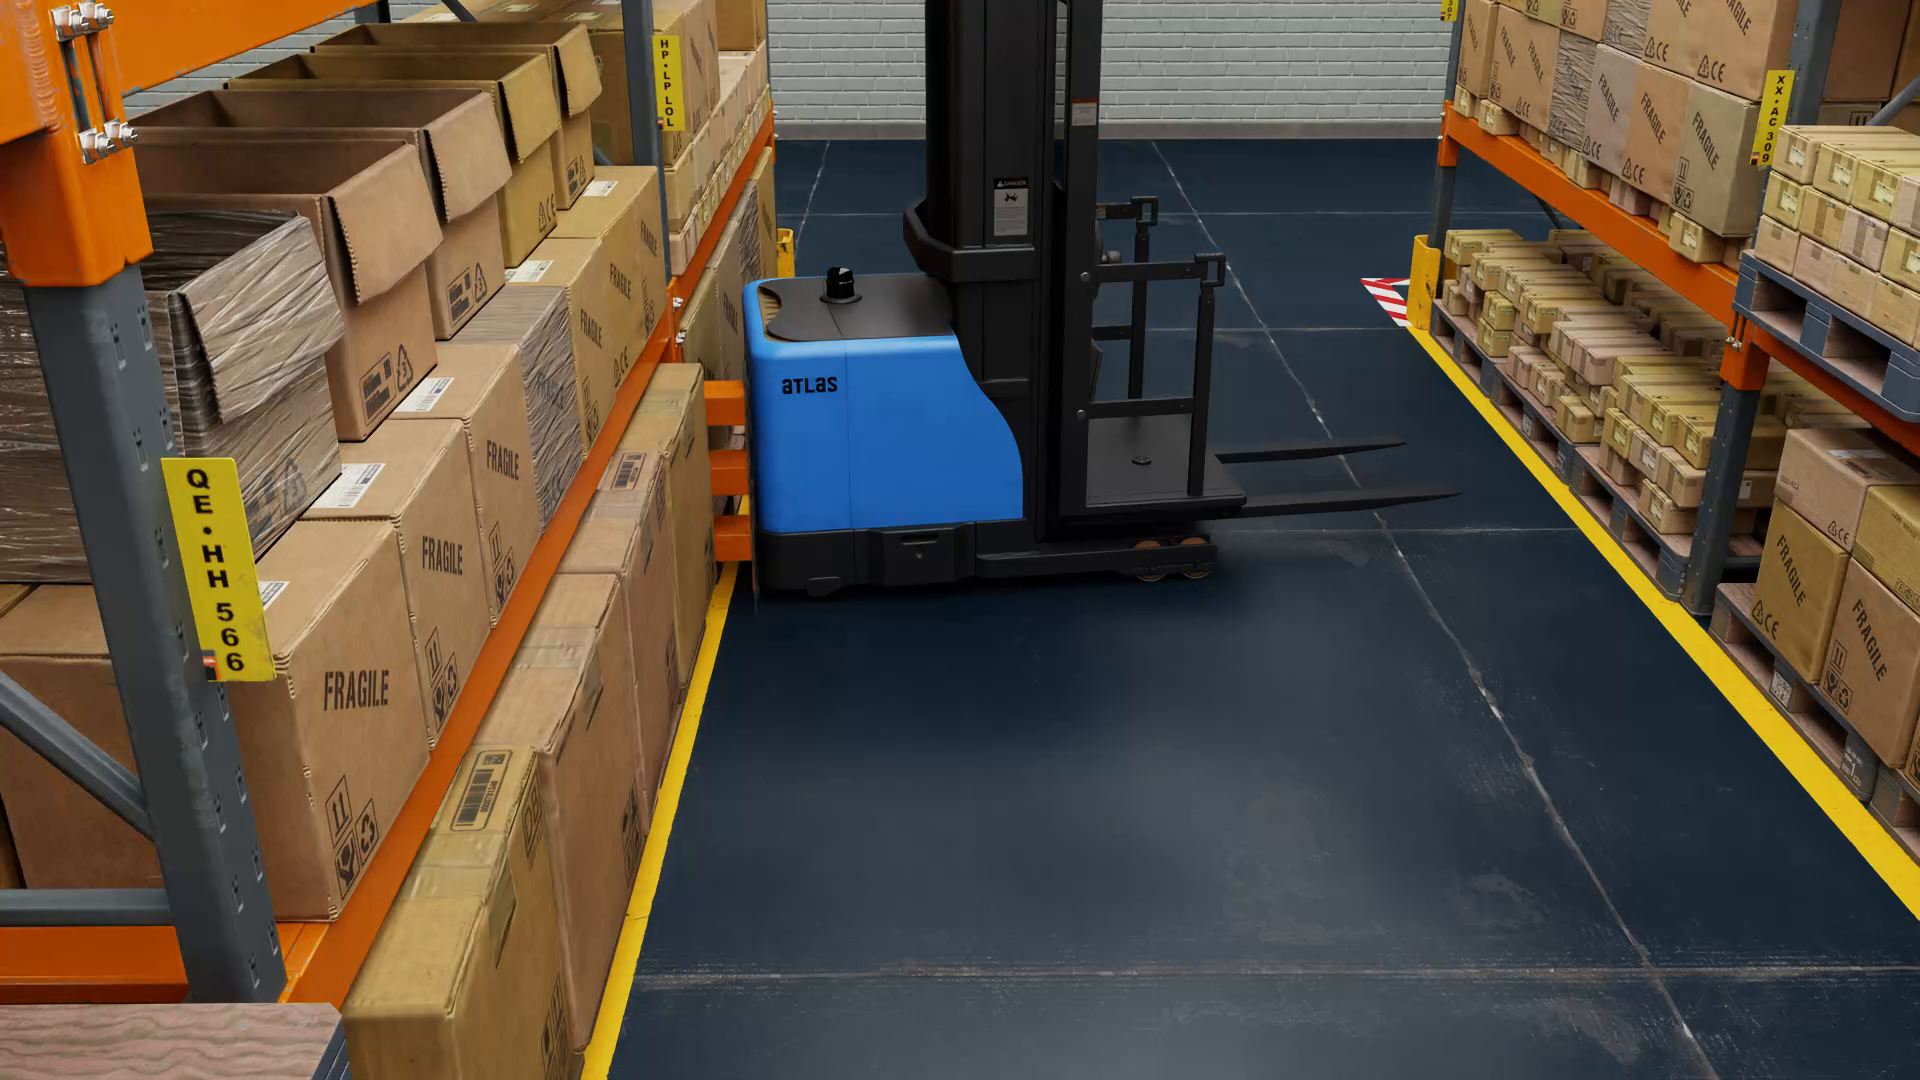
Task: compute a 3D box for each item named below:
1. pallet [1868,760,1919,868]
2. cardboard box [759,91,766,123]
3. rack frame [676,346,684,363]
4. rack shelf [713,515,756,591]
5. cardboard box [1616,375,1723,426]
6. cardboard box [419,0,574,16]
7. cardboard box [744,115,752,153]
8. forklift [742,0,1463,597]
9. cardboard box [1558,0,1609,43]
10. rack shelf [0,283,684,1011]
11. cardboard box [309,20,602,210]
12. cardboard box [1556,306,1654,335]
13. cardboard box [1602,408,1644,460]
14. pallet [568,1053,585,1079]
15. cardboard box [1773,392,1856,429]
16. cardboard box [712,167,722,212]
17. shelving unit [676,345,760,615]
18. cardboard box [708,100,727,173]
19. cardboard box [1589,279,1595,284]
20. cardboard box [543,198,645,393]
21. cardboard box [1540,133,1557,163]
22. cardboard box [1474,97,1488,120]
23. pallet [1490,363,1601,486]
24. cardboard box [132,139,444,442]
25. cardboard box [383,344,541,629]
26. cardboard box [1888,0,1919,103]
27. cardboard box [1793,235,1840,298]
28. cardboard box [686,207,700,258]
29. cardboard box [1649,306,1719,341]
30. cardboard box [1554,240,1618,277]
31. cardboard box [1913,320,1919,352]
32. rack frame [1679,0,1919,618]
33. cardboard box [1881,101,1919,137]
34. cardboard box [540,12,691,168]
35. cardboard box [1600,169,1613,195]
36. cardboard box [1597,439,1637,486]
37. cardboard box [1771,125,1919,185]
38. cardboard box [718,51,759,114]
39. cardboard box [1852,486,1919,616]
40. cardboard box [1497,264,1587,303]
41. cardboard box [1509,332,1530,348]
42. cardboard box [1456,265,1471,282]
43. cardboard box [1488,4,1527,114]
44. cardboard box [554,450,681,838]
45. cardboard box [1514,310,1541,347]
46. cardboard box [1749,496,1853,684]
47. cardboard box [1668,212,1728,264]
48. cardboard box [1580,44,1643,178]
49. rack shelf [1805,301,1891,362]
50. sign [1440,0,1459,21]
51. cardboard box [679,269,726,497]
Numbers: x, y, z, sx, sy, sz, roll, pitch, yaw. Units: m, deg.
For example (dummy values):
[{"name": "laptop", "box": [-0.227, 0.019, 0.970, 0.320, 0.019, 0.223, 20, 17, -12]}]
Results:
[{"name": "pallet", "box": [3.417, 1.008, 4.766, 1.003, 0.211, 1.213, 0, 24, -1]}, {"name": "cardboard box", "box": [-1.276, -2.388, 9.195, 0.380, 0.149, 0.250, 0, 24, 0]}, {"name": "rack frame", "box": [-1.055, -0.217, 6.455, 0.008, 1.050, 0.200, -1, 24, -3]}, {"name": "rack shelf", "box": [-0.934, 0.044, 6.578, 0.240, 0.259, 0.215, -1, 24, -3]}, {"name": "cardboard box", "box": [3.074, -0.604, 7.174, 0.380, 0.149, 0.250, 0, 24, -1]}, {"name": "cardboard box", "box": [-1.844, -1.910, 6.745, 0.500, 0.500, 0.500, 0, 24, 0]}, {"name": "cardboard box", "box": [-1.268, -2.075, 8.502, 0.380, 0.149, 0.250, -1, 24, -2]}, {"name": "forklift", "box": [0.620, -1.375, 6.735, 3.031, 2.935, 1.130, -4, 25, -8]}, {"name": "cardboard box", "box": [3.091, -2.554, 7.561, 0.500, 0.500, 0.500, -1, 24, -2]}, {"name": "rack shelf", "box": [-1.548, 0.045, 4.383, 1.077, 0.370, 4.000, 0, 24, -1]}, {"name": "cardboard box", "box": [-1.555, -1.346, 5.248, 0.797, 0.503, 0.637, -1, 24, -2]}, {"name": "cardboard box", "box": [3.146, -1.036, 8.130, 0.380, 0.149, 0.250, 0, 24, 0]}, {"name": "cardboard box", "box": [3.034, -0.466, 7.228, 0.380, 0.149, 0.250, -1, 24, -2]}, {"name": "pallet", "box": [-1.460, 1.487, 3.707, 1.003, 0.211, 1.213, 0, 24, -1]}, {"name": "cardboard box", "box": [3.650, -0.508, 6.960, 0.380, 0.149, 0.250, 1, 24, 2]}, {"name": "cardboard box", "box": [-1.255, -1.546, 7.334, 0.380, 0.149, 0.250, -1, 24, -1]}, {"name": "shelving unit", "box": [-0.933, -0.220, 6.462, 0.252, 1.050, 0.215, -1, 24, -3]}, {"name": "cardboard box", "box": [-1.325, -1.787, 7.383, 0.500, 0.250, 0.500, 0, 24, 1]}, {"name": "cardboard box", "box": [3.646, -1.333, 9.147, 0.380, 0.149, 0.250, -1, 24, -3]}, {"name": "cardboard box", "box": [-1.293, -0.757, 5.162, 0.500, 0.500, 0.500, 0, 24, 1]}, {"name": "cardboard box", "box": [3.109, -1.951, 8.228, 0.380, 0.149, 0.250, -1, 24, -2]}, {"name": "cardboard box", "box": [3.067, -2.382, 9.181, 0.380, 0.149, 0.250, 1, 24, 1]}, {"name": "pallet", "box": [3.332, -0.598, 8.315, 1.003, 0.211, 1.213, 0, 24, -1]}, {"name": "cardboard box", "box": [-1.523, -0.531, 3.446, 0.797, 0.503, 0.637, 0, 24, 1]}, {"name": "cardboard box", "box": [-1.277, -0.129, 3.774, 0.500, 0.500, 0.500, -1, 24, -2]}, {"name": "cardboard box", "box": [3.629, -1.911, 6.140, 0.500, 0.500, 0.500, 0, 24, 1]}, {"name": "cardboard box", "box": [2.944, -0.886, 5.364, 0.380, 0.149, 0.250, 0, 24, 0]}, {"name": "cardboard box", "box": [-1.244, -1.224, 6.621, 0.380, 0.149, 0.250, -1, 24, -2]}, {"name": "cardboard box", "box": [3.603, -1.038, 8.133, 0.380, 0.149, 0.250, 0, 24, 0]}, {"name": "cardboard box", "box": [3.552, -1.578, 9.328, 0.380, 0.149, 0.250, 0, 24, 0]}, {"name": "cardboard box", "box": [2.948, -0.574, 4.675, 0.380, 0.149, 0.250, -1, 24, -3]}, {"name": "rack frame", "box": [3.391, -1.088, 6.015, 1.000, 3.000, 0.127, 0, 24, -1]}, {"name": "cardboard box", "box": [3.637, -1.474, 6.386, 0.500, 0.500, 0.500, -1, 24, -2]}, {"name": "cardboard box", "box": [-1.320, -1.714, 6.311, 0.500, 0.500, 0.500, 0, 24, -1]}, {"name": "cardboard box", "box": [3.138, -1.629, 7.517, 0.380, 0.149, 0.250, -1, 24, -1]}, {"name": "cardboard box", "box": [3.059, -0.356, 7.347, 0.380, 0.149, 0.250, -1, 24, -2]}, {"name": "cardboard box", "box": [2.935, -1.271, 5.494, 0.380, 0.149, 0.250, 1, 24, 2]}, {"name": "cardboard box", "box": [-1.338, -2.415, 8.770, 0.500, 0.250, 0.500, -1, 24, -1]}, {"name": "cardboard box", "box": [3.143, 0.043, 5.128, 0.500, 0.250, 0.500, 0, 24, 1]}, {"name": "cardboard box", "box": [3.097, -1.363, 8.851, 0.380, 0.149, 0.250, -1, 24, -3]}, {"name": "cardboard box", "box": [3.118, -0.991, 8.750, 0.380, 0.149, 0.250, 0, 24, 0]}, {"name": "cardboard box", "box": [3.096, -1.547, 9.619, 0.380, 0.149, 0.250, 1, 24, 2]}, {"name": "cardboard box", "box": [3.107, -2.510, 8.678, 0.500, 0.500, 0.500, 0, 24, 0]}, {"name": "cardboard box", "box": [-1.532, 0.302, 5.012, 1.225, 0.875, 0.875, -1, 24, -2]}, {"name": "cardboard box", "box": [3.126, -1.118, 8.671, 0.380, 0.149, 0.250, -1, 24, -3]}, {"name": "cardboard box", "box": [3.134, 0.166, 5.767, 0.500, 0.500, 0.500, 1, 24, 1]}, {"name": "cardboard box", "box": [3.042, -1.195, 6.558, 0.380, 0.149, 0.250, -1, 24, -2]}, {"name": "cardboard box", "box": [3.094, -1.886, 7.297, 0.500, 0.500, 0.500, 0, 24, -1]}, {"name": "rack shelf", "box": [3.413, -0.025, 4.300, 0.919, 0.124, 3.809, 0, 24, -1]}, {"name": "sign", "box": [2.805, -3.128, 9.475, 0.100, 0.325, 0.005, 0, 24, -1]}, {"name": "cardboard box", "box": [-1.497, -0.602, 7.011, 0.875, 0.875, 0.875, 0, 24, -1]}]
